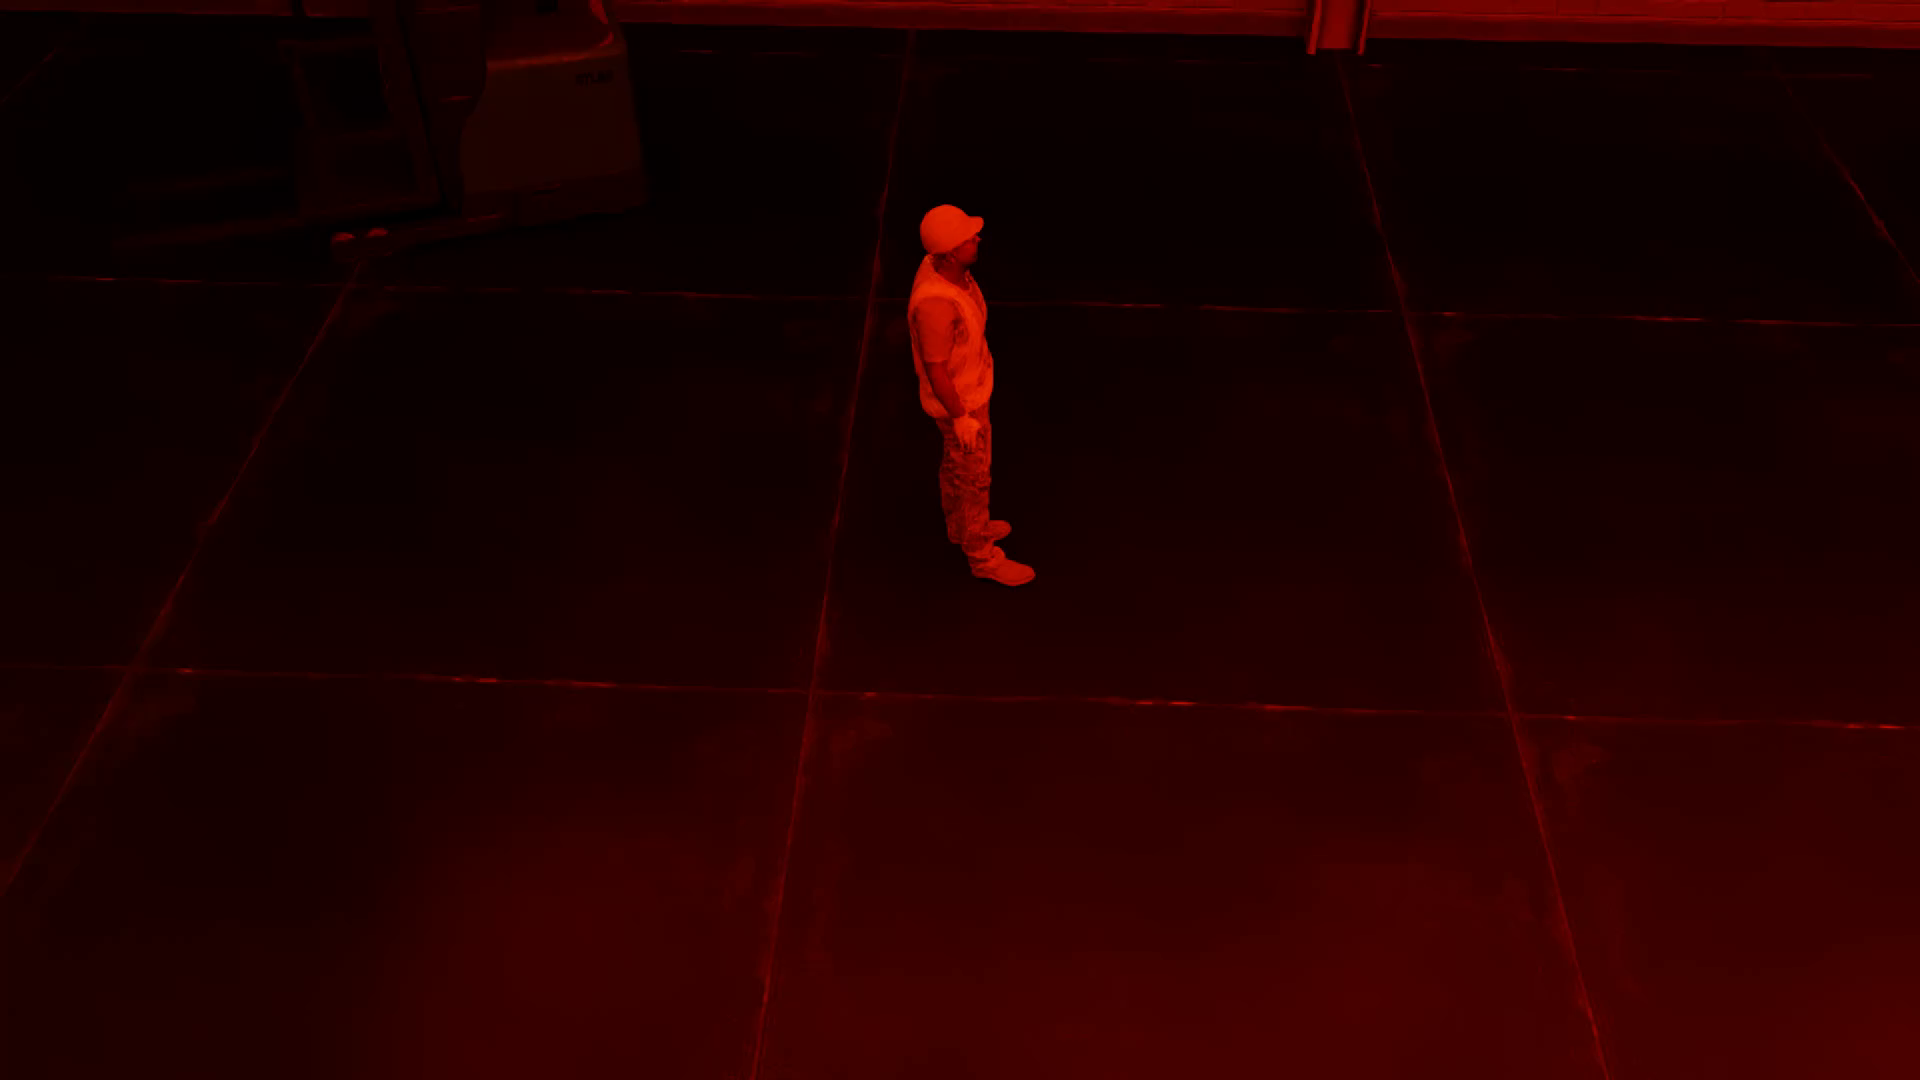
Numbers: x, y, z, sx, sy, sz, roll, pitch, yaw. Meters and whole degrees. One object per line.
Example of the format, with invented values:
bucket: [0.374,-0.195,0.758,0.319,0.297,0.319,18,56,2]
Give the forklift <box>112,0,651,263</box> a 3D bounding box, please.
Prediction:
forklift: [-3.451,-3.096,9.134,3.031,2.935,1.130,-12,44,-13]

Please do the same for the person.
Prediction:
person: [0.072,-0.656,7.302,0.576,1.782,0.655,2,42,2]
